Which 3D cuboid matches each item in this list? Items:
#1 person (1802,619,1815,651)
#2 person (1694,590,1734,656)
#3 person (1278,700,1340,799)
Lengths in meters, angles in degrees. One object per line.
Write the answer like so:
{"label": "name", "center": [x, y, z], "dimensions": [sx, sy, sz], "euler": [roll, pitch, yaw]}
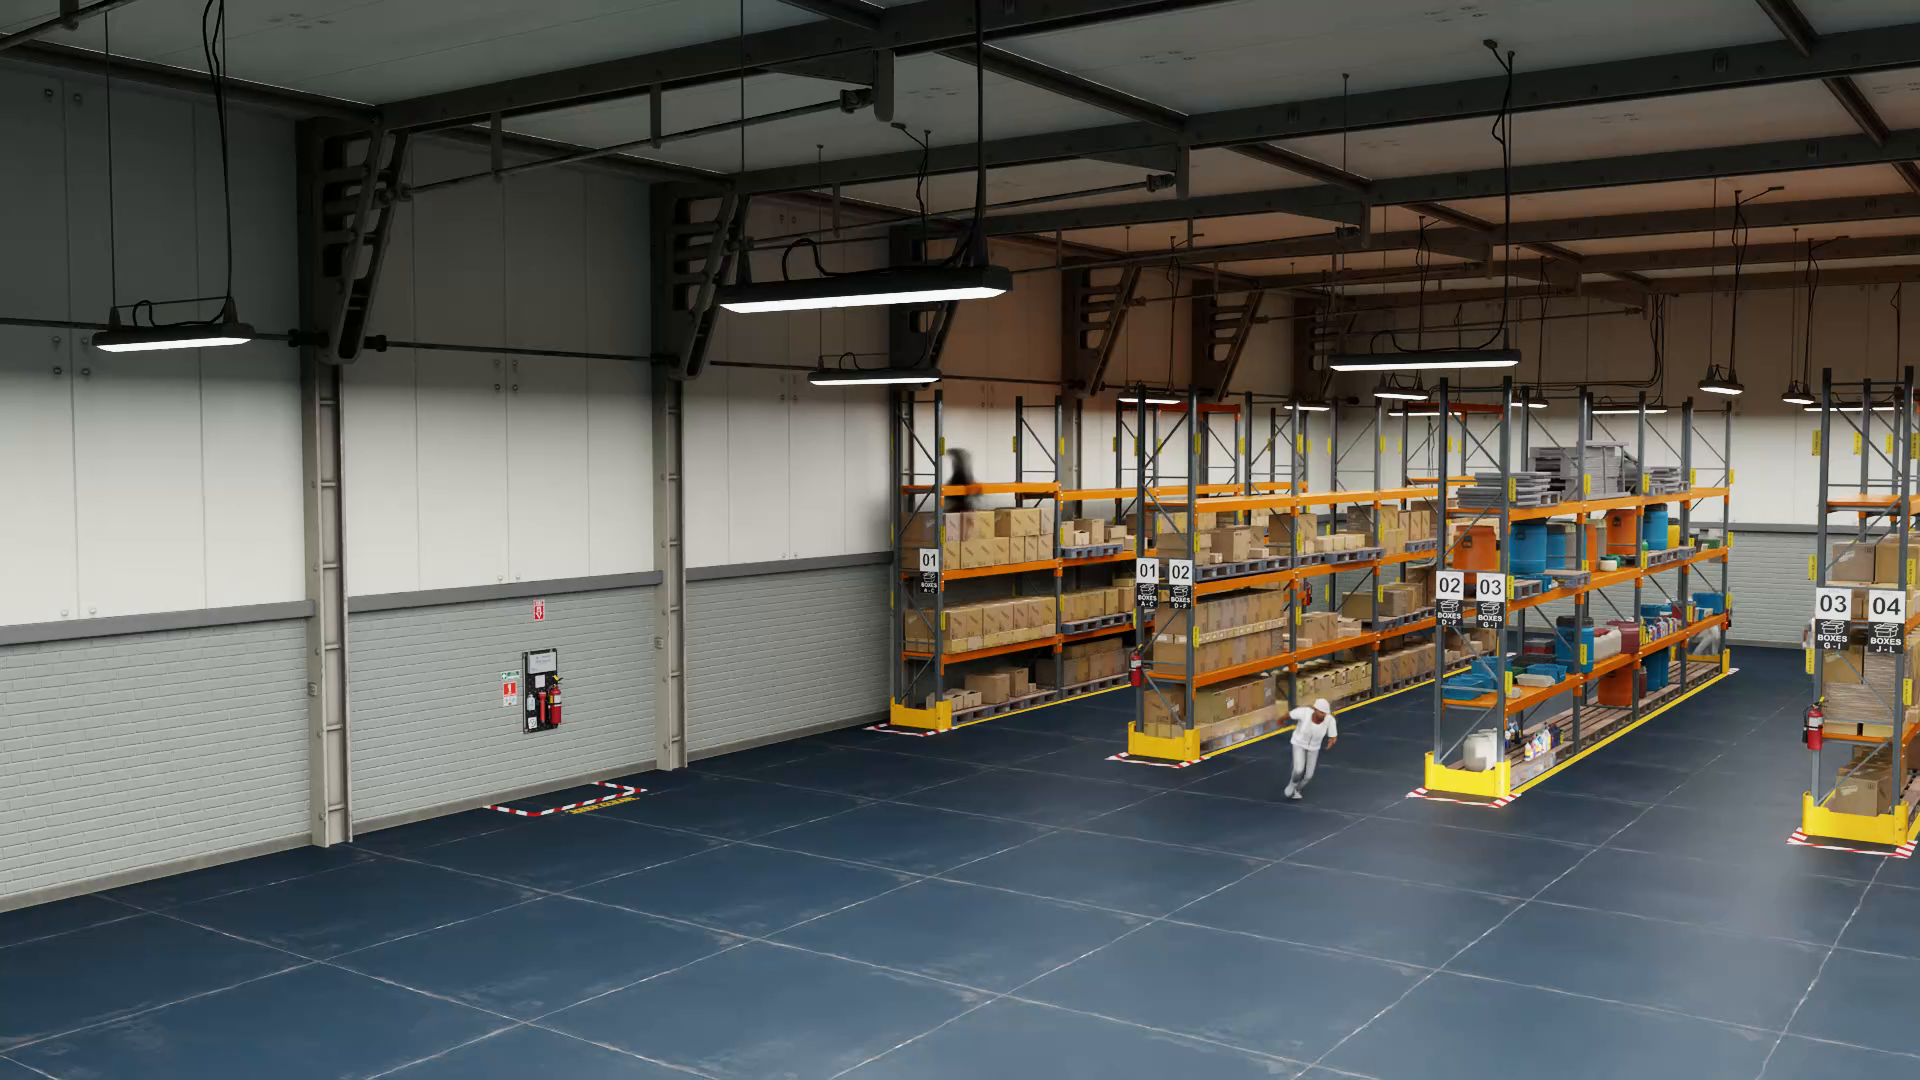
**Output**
{"label": "person", "center": [17.638, 2.228, 34.066], "dimensions": [0.682, 1.712, 0.645], "euler": [1, 4, 24]}
{"label": "person", "center": [17.772, 1.983, 39.063], "dimensions": [0.646, 1.680, 0.938], "euler": [-2, 4, -28]}
{"label": "person", "center": [4.901, 2.930, 23.199], "dimensions": [0.705, 1.493, 1.013], "euler": [0, 3, -6]}
